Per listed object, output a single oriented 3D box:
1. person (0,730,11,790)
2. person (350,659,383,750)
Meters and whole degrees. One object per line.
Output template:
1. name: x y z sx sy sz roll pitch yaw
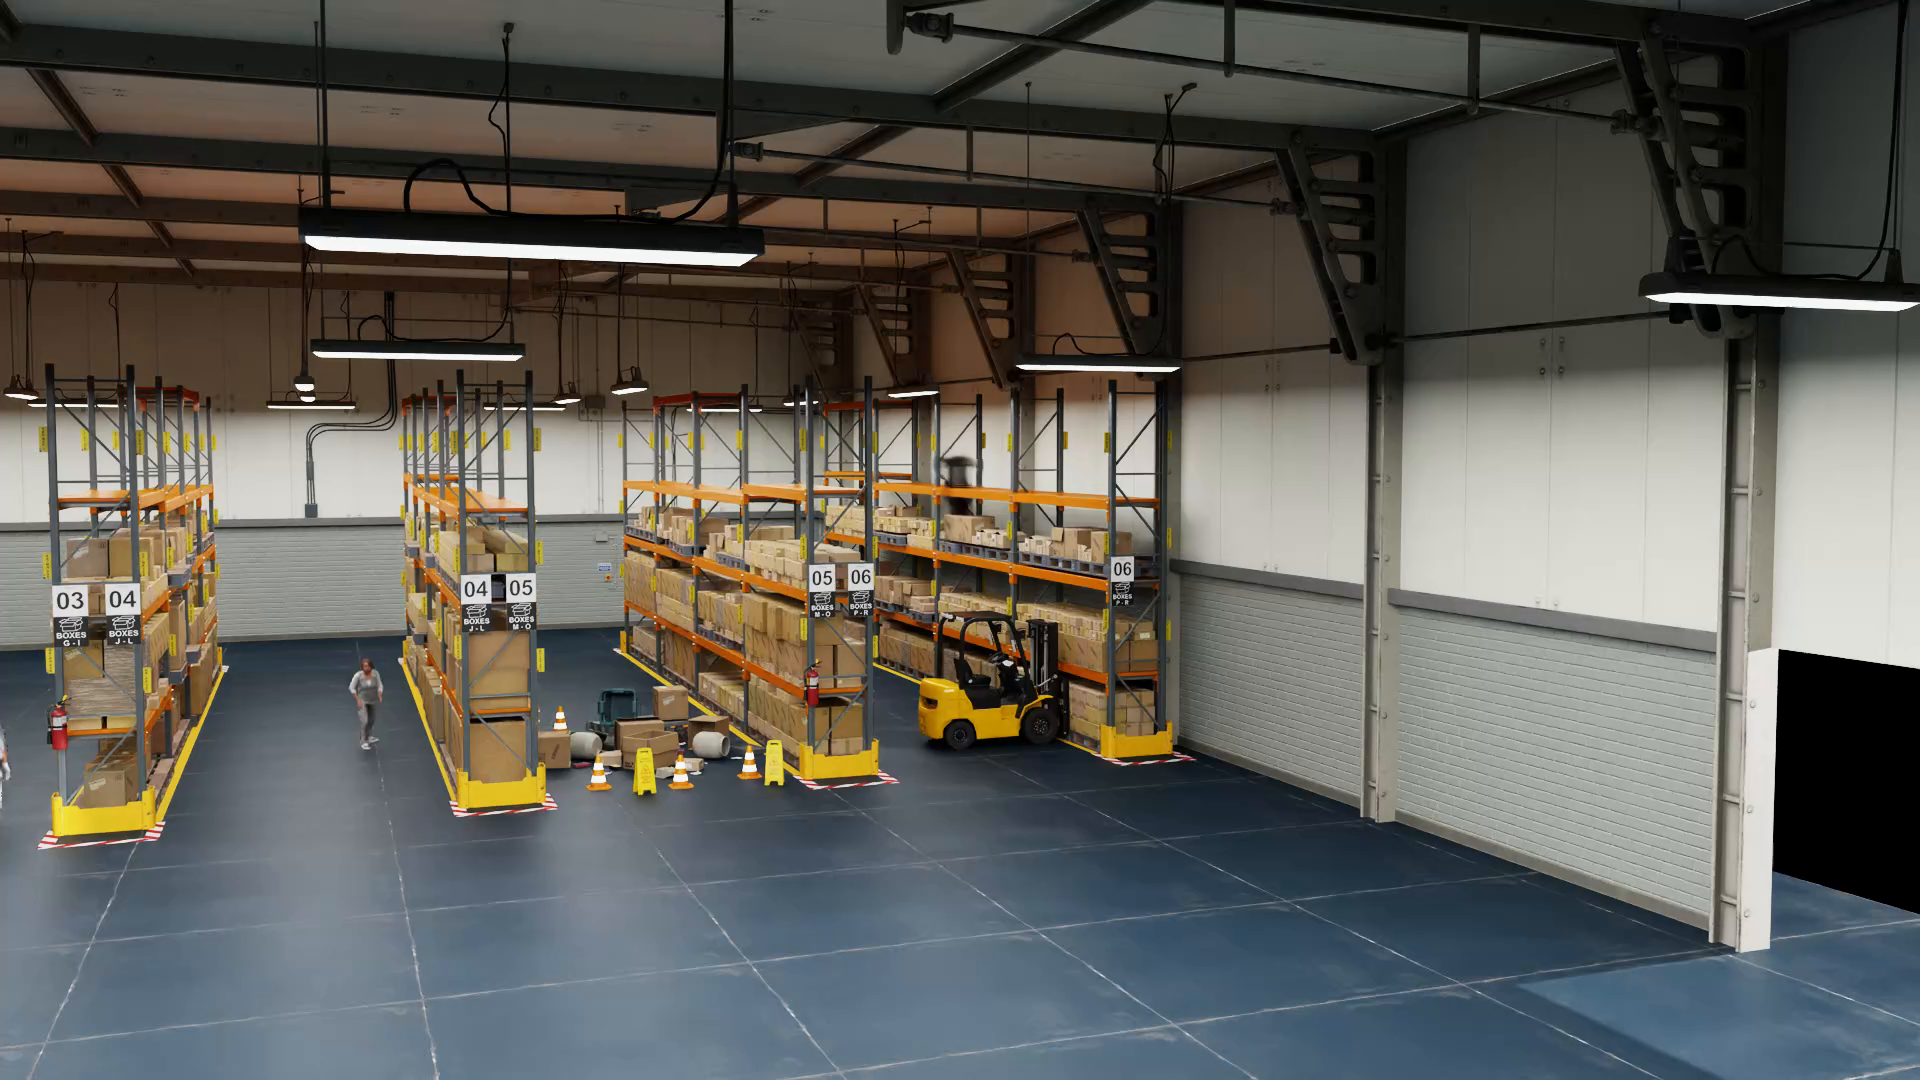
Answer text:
1. person: -12.110 2.945 20.522 0.695 1.756 0.702 2 4 33
2. person: -9.706 2.662 27.221 0.570 1.516 0.792 -3 5 -42
